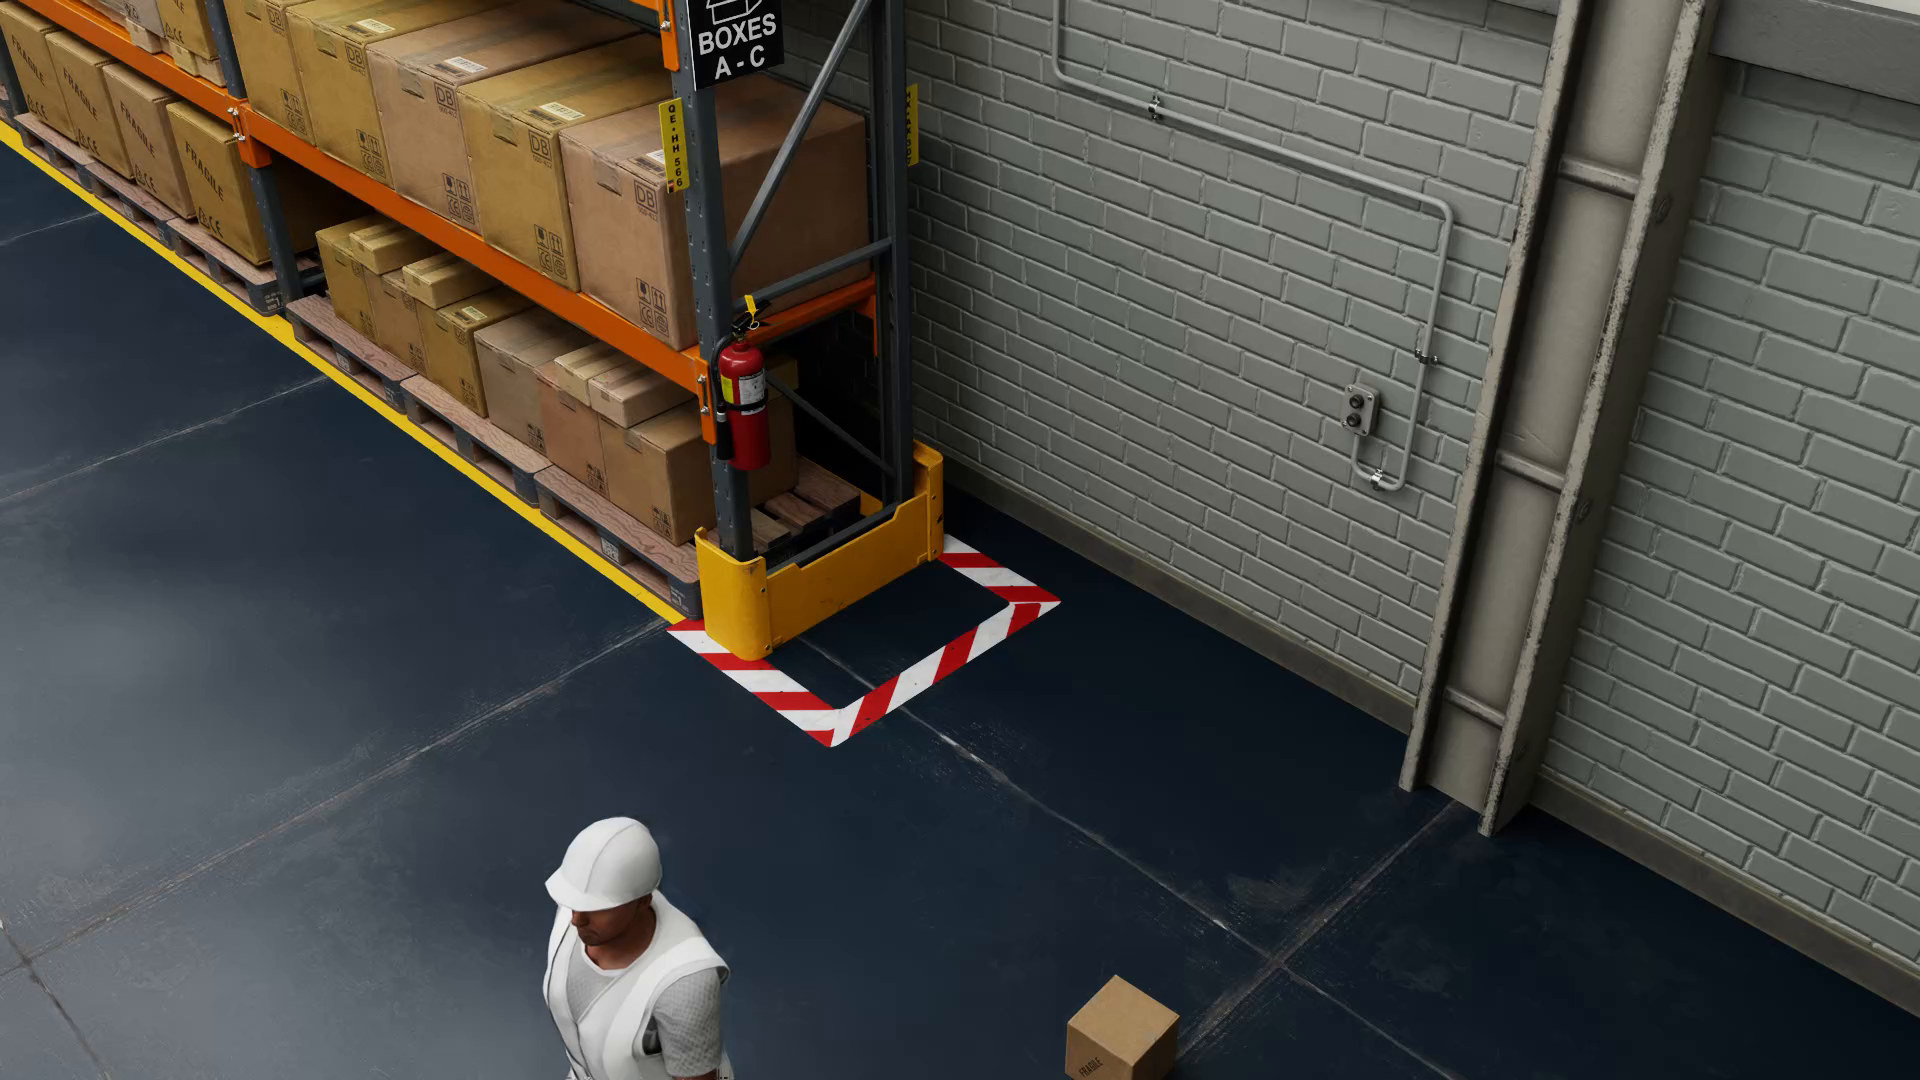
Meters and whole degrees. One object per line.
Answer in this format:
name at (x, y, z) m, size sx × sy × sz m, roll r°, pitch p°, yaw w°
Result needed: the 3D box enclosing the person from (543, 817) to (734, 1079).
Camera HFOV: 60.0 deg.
person at (-0.802, 1.389, 4.192) m, size 0.657 × 1.862 × 0.550 m, roll 27°, pitch 43°, yaw 33°
